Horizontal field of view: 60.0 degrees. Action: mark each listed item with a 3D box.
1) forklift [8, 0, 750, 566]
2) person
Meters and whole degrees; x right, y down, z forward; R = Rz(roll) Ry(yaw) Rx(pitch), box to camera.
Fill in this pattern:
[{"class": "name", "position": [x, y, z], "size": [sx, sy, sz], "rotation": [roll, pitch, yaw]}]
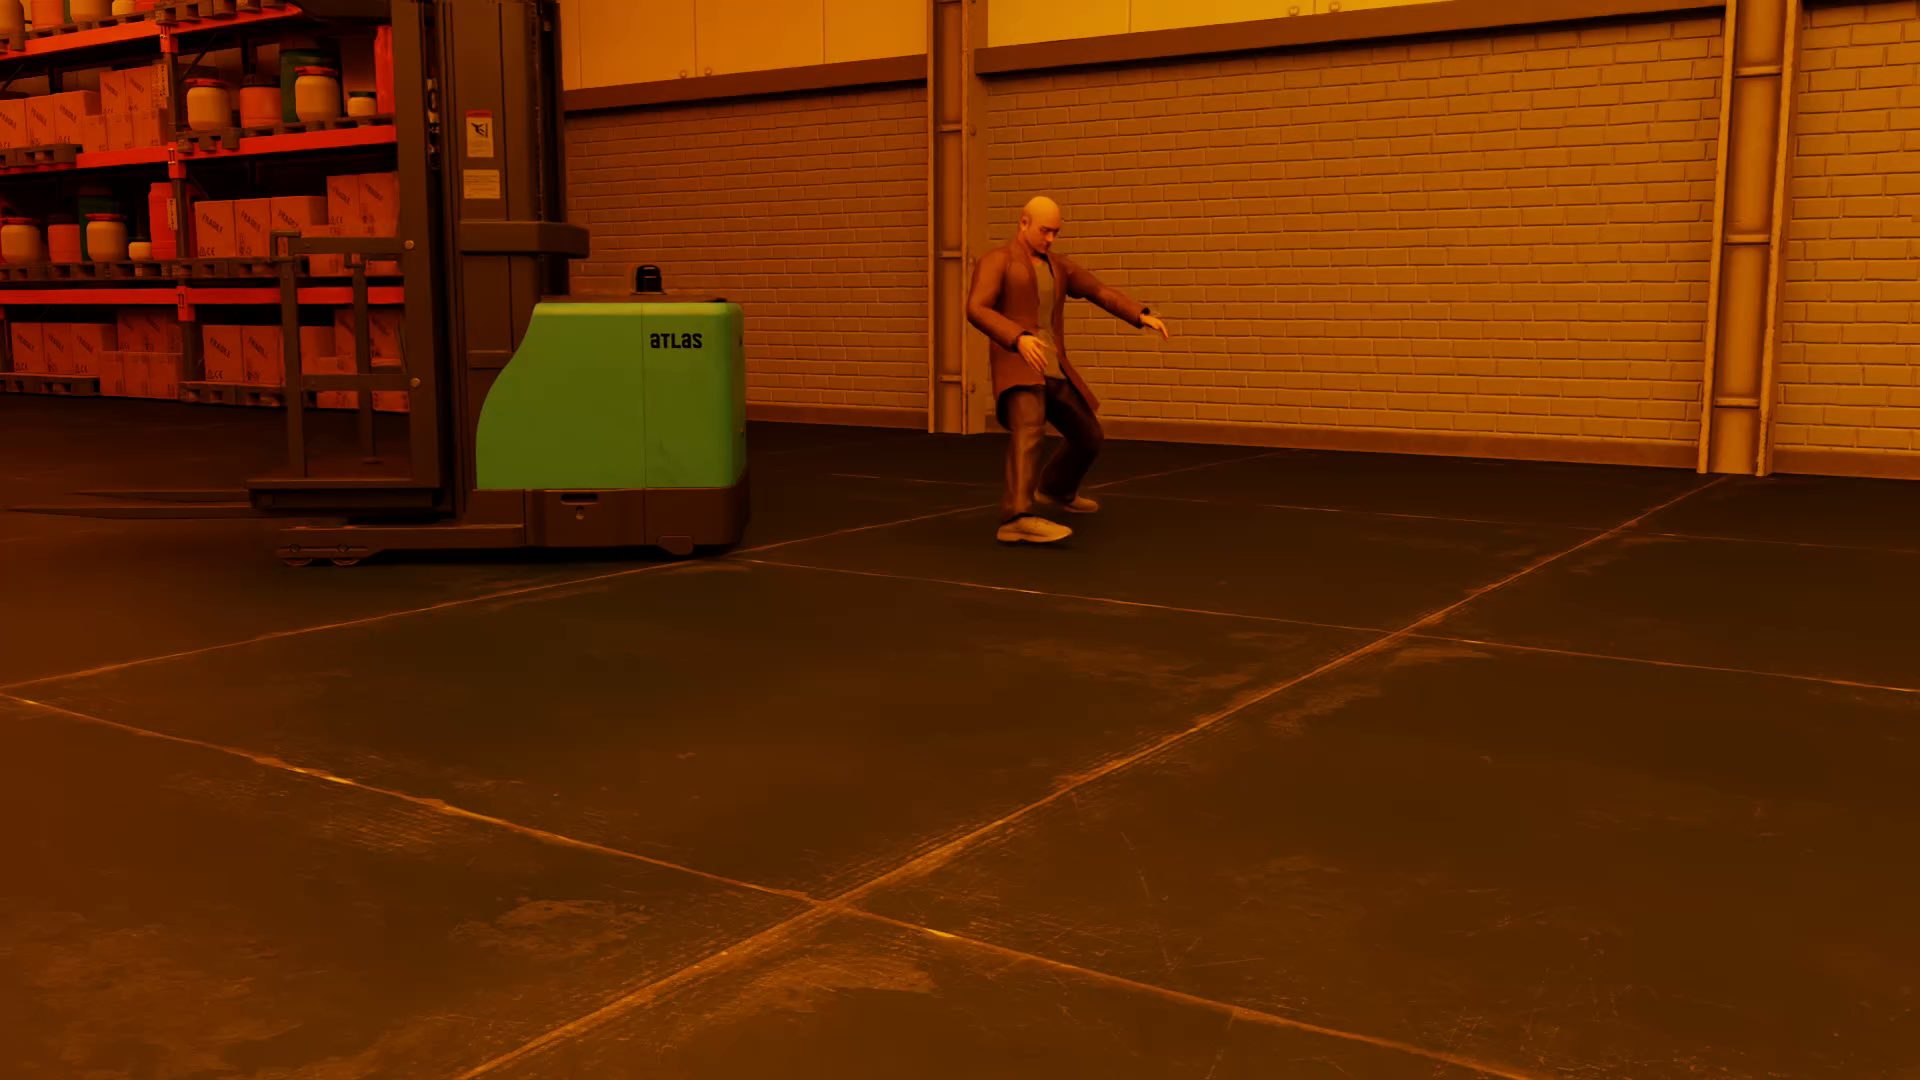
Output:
[{"class": "forklift", "position": [-2.478, -1.419, 7.173], "size": [3.031, 2.935, 1.130], "rotation": [-1, 8, -4]}, {"class": "person", "position": [0.486, -0.830, 7.923], "size": [1.197, 1.583, 1.055], "rotation": [-7, 11, -41]}]
